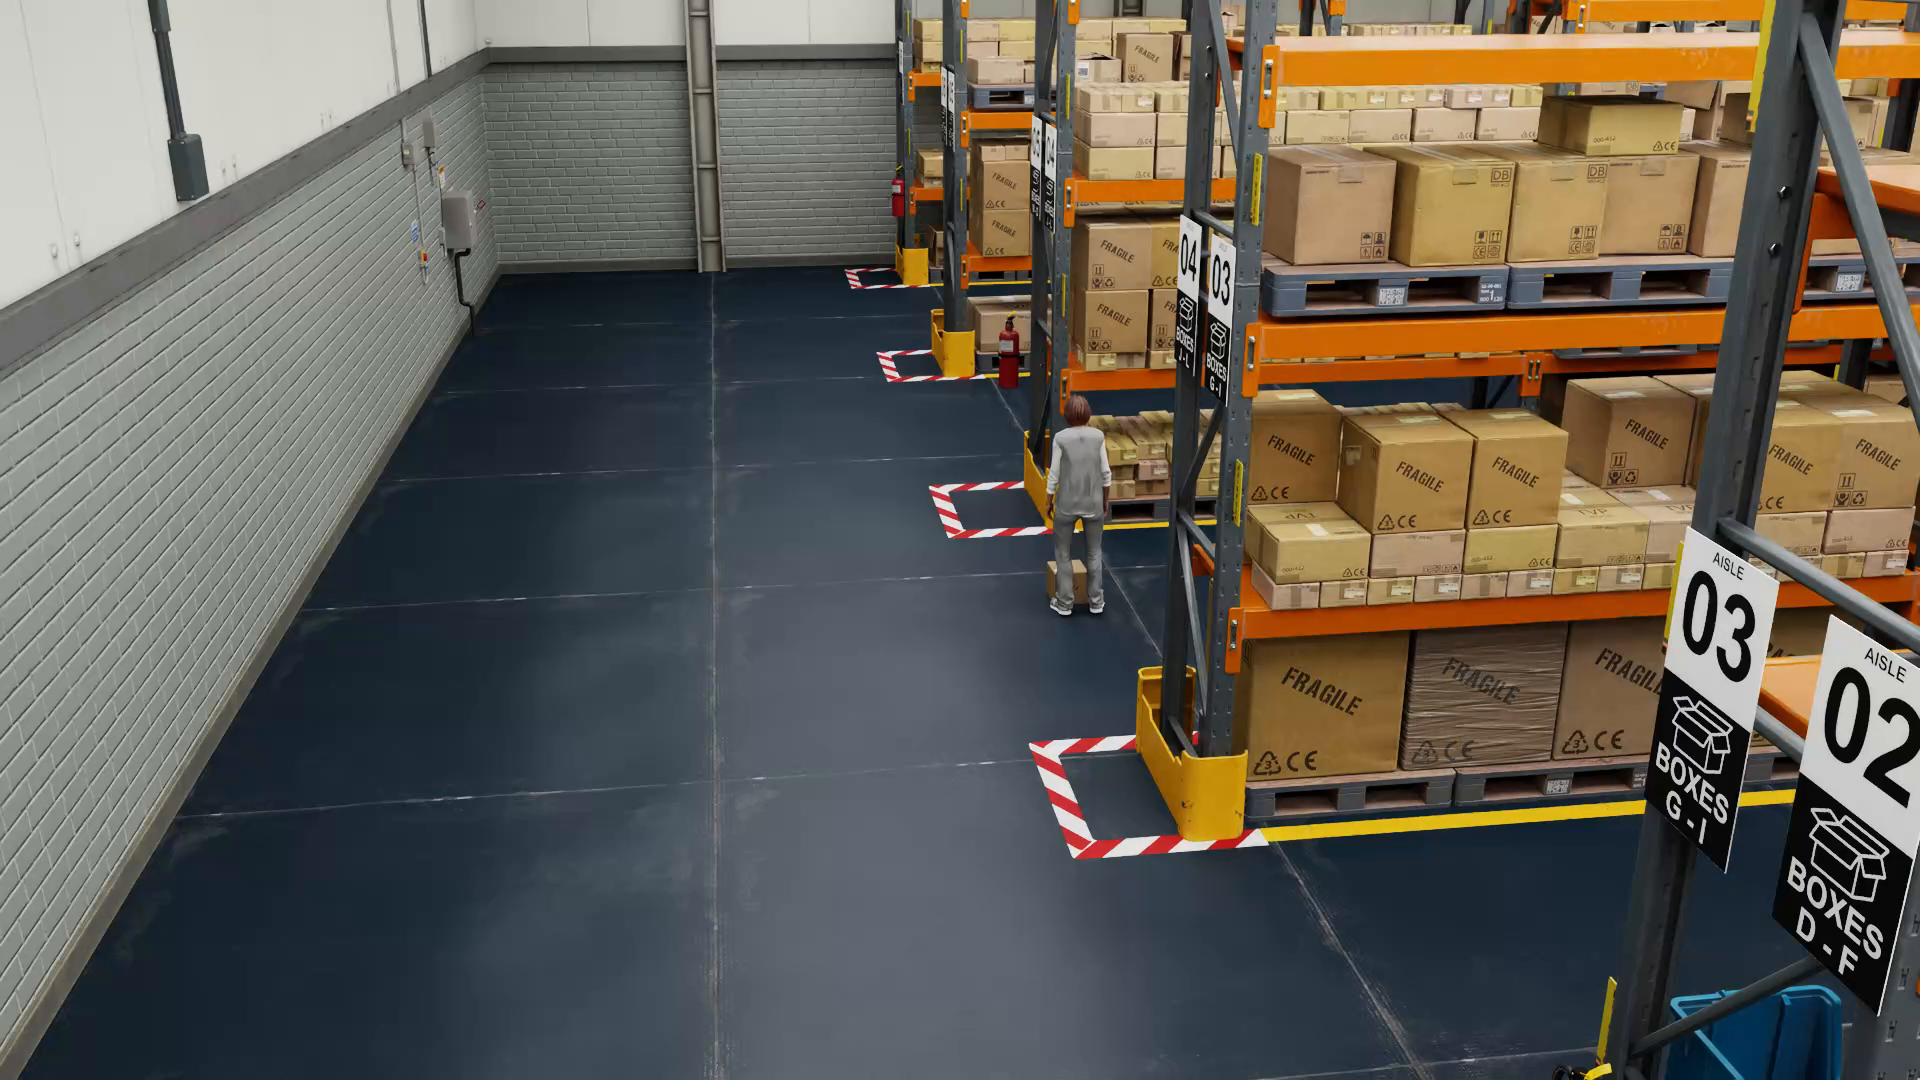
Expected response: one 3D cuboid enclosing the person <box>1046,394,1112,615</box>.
[{"bbox_3d":[0.832,-0.234,11.724,0.461,1.592,0.343,-3,20,-7],"label":"person"}]
